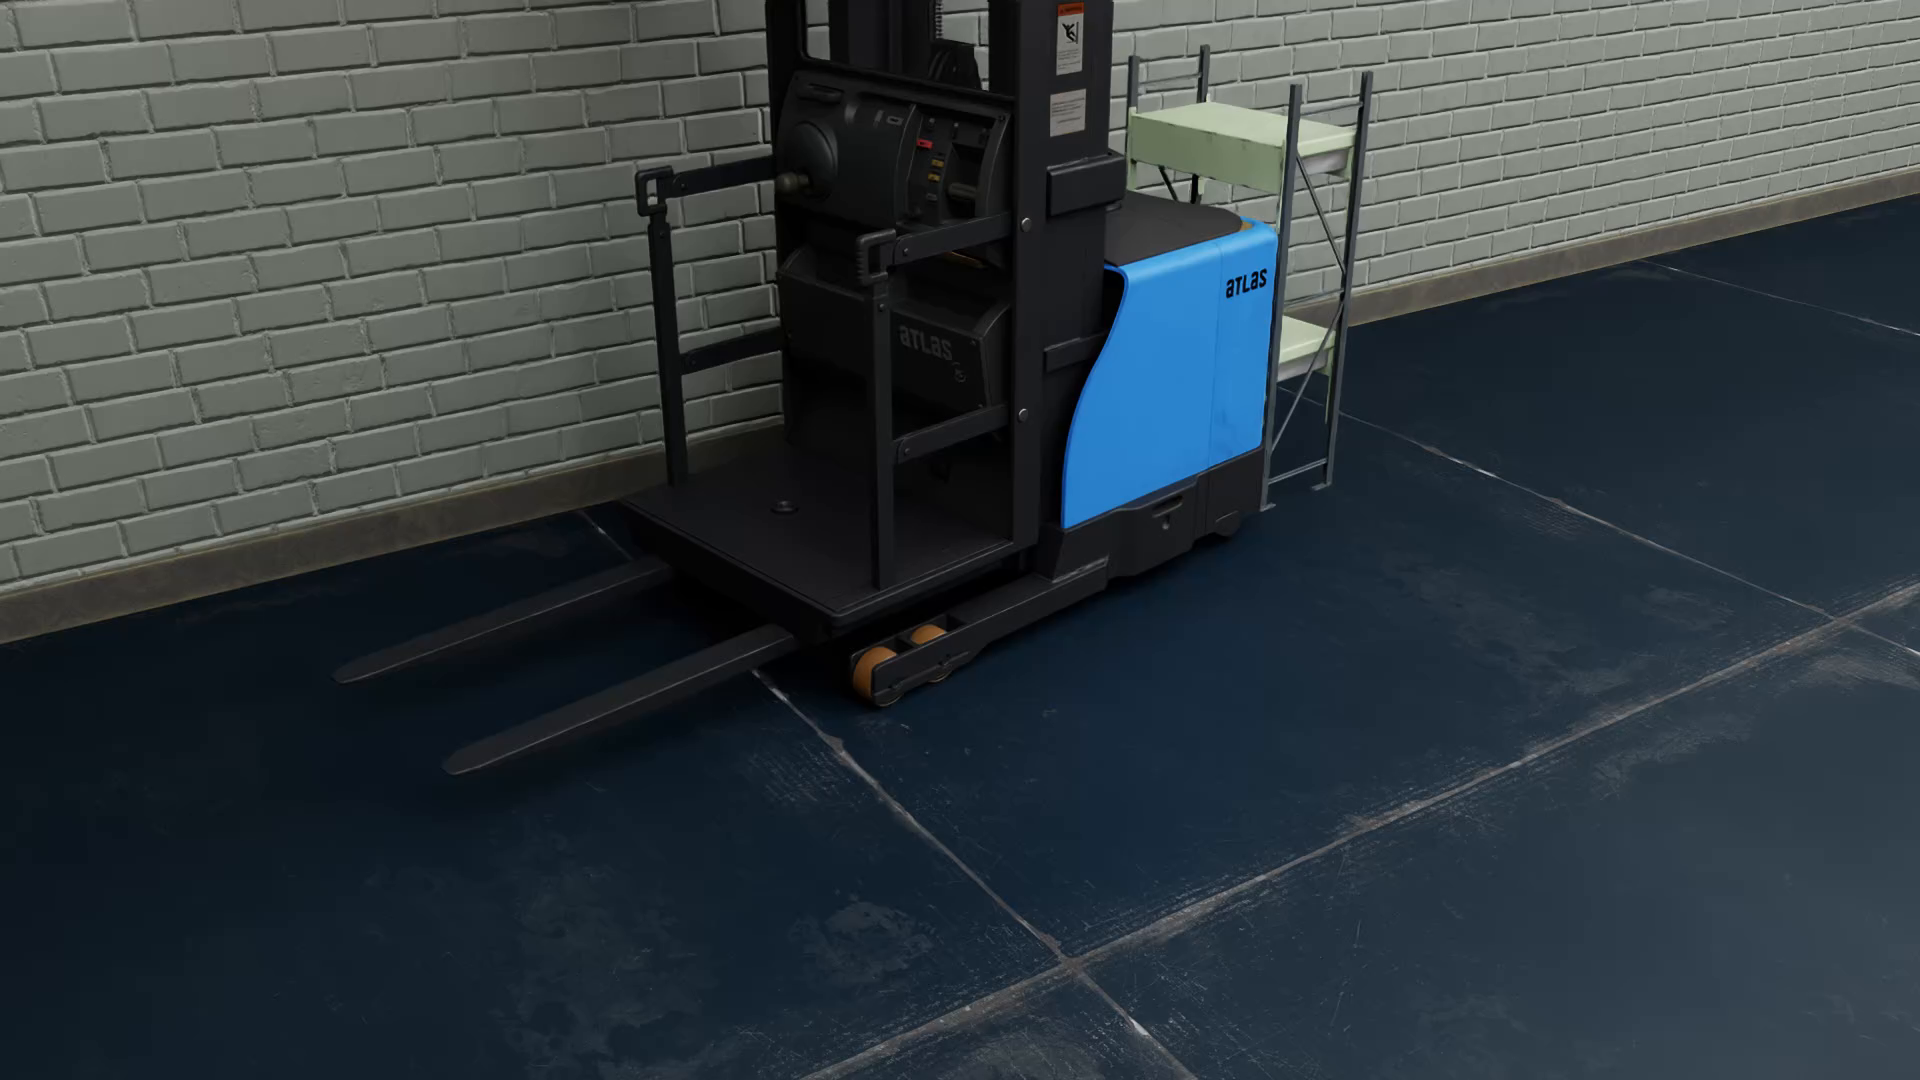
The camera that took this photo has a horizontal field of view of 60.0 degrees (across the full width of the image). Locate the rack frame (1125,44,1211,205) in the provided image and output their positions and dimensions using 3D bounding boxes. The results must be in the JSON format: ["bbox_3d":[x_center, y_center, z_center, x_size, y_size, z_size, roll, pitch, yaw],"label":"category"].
[{"bbox_3d":[0.753,-1.074,6.267,0.400,1.500,0.023,-19,32,-35],"label":"rack frame"}]

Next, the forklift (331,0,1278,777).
[{"bbox_3d":[-0.362,-1.102,4.650,3.031,2.935,1.130,-22,33,-38],"label":"forklift"}]

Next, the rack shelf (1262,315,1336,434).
[{"bbox_3d":[0.986,-0.658,6.152,0.431,0.370,0.720,-19,32,-35],"label":"rack shelf"}]

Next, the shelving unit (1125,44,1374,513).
[{"bbox_3d":[0.986,-0.953,6.012,0.431,1.500,0.755,-19,32,-35],"label":"shelving unit"}]

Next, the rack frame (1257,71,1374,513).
[{"bbox_3d":[1.220,-0.833,5.758,0.400,1.500,0.023,-19,32,-35],"label":"rack frame"}]

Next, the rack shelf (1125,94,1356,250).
[{"bbox_3d":[0.986,-1.306,5.846,0.431,0.370,0.720,-19,32,-35],"label":"rack shelf"}]
